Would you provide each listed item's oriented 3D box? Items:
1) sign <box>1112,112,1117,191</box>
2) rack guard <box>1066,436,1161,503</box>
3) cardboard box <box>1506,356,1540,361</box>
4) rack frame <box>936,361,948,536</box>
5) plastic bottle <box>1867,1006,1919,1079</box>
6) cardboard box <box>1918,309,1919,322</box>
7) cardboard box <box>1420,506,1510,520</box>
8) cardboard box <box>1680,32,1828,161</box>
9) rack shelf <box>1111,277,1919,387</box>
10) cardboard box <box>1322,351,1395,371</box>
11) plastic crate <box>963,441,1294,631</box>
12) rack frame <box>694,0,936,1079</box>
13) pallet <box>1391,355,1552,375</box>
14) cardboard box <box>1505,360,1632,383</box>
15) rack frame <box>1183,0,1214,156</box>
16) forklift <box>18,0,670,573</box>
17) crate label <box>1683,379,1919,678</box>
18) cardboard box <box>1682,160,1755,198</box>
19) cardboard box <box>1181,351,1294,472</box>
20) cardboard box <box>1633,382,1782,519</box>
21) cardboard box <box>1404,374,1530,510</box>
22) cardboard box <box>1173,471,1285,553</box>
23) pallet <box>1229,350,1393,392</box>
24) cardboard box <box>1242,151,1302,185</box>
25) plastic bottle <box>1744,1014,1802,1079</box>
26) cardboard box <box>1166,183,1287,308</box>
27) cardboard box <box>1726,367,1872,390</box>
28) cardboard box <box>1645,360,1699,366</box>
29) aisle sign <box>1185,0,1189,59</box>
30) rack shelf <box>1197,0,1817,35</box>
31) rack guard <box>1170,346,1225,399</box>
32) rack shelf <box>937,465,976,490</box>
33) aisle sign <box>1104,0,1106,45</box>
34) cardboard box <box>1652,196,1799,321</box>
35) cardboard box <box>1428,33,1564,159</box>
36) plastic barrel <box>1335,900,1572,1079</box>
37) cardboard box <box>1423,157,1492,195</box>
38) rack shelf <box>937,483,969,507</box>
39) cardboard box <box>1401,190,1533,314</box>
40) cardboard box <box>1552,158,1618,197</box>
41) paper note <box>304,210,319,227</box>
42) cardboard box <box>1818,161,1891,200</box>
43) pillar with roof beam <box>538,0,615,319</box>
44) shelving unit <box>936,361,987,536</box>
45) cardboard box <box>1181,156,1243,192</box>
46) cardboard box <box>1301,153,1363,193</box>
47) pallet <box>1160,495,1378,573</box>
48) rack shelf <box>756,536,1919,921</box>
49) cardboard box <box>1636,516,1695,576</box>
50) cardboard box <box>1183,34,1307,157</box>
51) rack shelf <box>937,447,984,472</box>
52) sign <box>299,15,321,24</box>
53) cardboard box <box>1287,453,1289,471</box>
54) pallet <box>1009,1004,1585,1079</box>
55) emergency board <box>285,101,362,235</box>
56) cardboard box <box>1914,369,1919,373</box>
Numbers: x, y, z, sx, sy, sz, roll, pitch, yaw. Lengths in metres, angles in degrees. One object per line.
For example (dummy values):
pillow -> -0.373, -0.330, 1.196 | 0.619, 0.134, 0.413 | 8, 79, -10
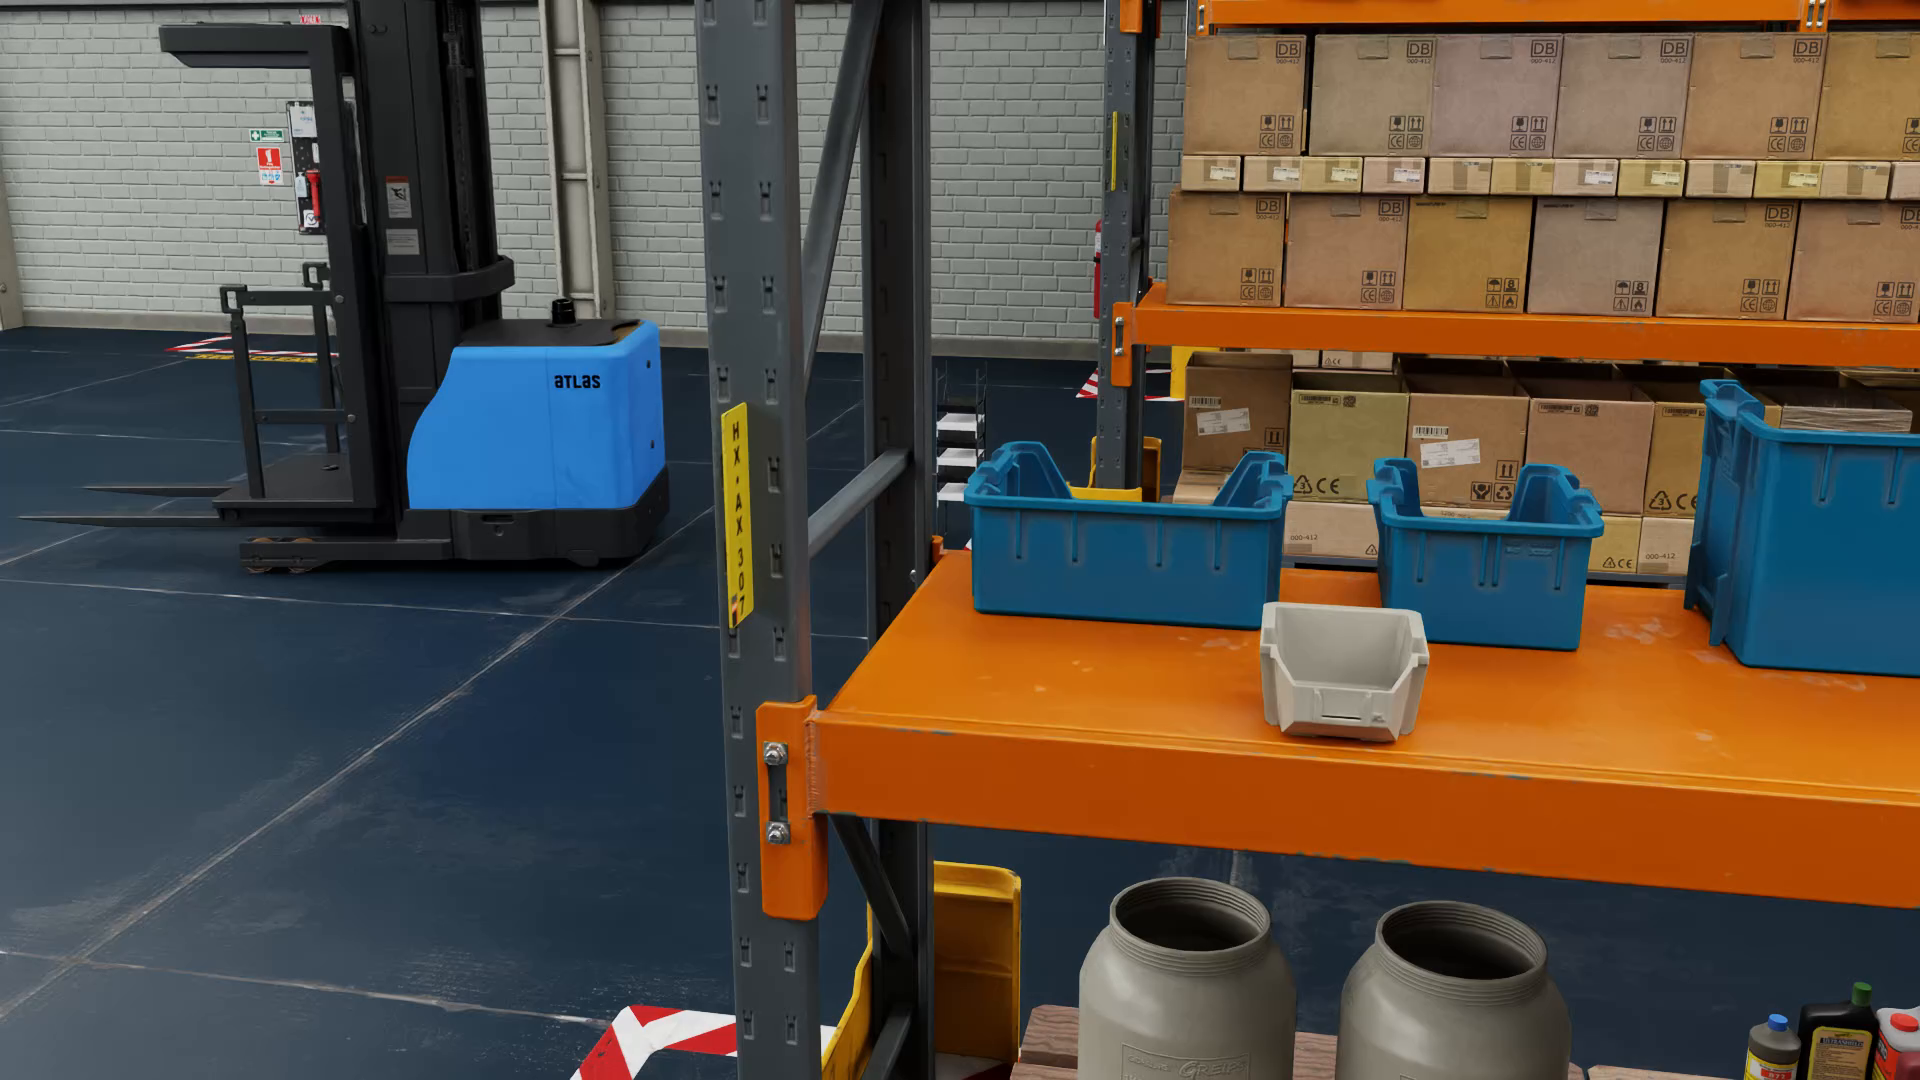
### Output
sign -> 0.656, -1.653, 7.070 | 0.005, 0.325, 0.100 | 3, 16, 11
rack guard -> 0.749, -0.139, 8.057 | 0.348, 0.500, 1.175 | 3, 16, 11
cardboard box -> 4.113, -1.354, 12.277 | 0.250, 0.149, 0.380 | 2, 16, 7
rack frame -> -0.092, -0.439, 8.390 | 0.006, 0.900, 0.240 | 3, 16, 11
plastic bottle -> 1.911, 1.057, 3.334 | 0.135, 0.276, 0.152 | 3, 16, 12
cardboard box -> 4.256, -1.200, 7.017 | 0.500, 0.500, 0.700 | 3, 16, 10
cardboard box -> 2.235, -0.080, 7.528 | 0.500, 0.250, 0.500 | 3, 16, 11
cardboard box -> 3.270, -1.878, 7.036 | 0.500, 0.500, 0.700 | 3, 16, 11
rack shelf -> 2.733, -0.889, 7.431 | 4.000, 0.370, 1.077 | 3, 16, 11
cardboard box -> 2.975, -1.464, 12.371 | 0.500, 0.311, 0.500 | 4, 16, 16
plastic crate -> 0.332, -0.027, 3.248 | 0.616, 0.251, 0.499 | 3, 16, 11
rack frame -> -0.218, -0.047, 3.042 | 0.127, 3.000, 1.000 | 3, 16, 11
pallet -> 3.812, -1.173, 12.330 | 1.213, 0.211, 1.003 | 3, 16, 11
cardboard box -> 2.830, -0.554, 7.832 | 0.500, 0.500, 0.500 | 3, 16, 11
rack frame -> 1.756, -2.638, 12.398 | 0.127, 3.000, 1.000 | 3, 16, 11
forklift -> -3.053, -1.396, 8.041 | 3.031, 2.935, 1.130 | 0, 15, 0
crate label -> 1.640, -0.037, 2.939 | 0.616, 0.435, 0.502 | 3, 16, 11
cardboard box -> 3.139, -1.517, 6.946 | 0.250, 0.149, 0.380 | 4, 16, 13
cardboard box -> 1.358, -0.630, 8.108 | 0.500, 0.500, 0.500 | 3, 16, 11
cardboard box -> 3.216, -0.391, 7.244 | 0.500, 0.500, 0.500 | 3, 16, 11
cardboard box -> 2.237, -0.445, 7.439 | 0.500, 0.500, 0.500 | 3, 16, 11
cardboard box -> 1.254, -0.133, 7.717 | 0.500, 0.250, 0.500 | 3, 16, 11
pallet -> 2.620, -1.238, 12.566 | 1.213, 0.211, 1.003 | 3, 16, 11
cardboard box -> 1.442, -1.719, 7.676 | 0.250, 0.149, 0.380 | 4, 16, 12
plastic bottle -> 1.669, 1.073, 3.418 | 0.097, 0.201, 0.097 | 0, 15, 0
cardboard box -> 1.228, -1.362, 7.604 | 0.500, 0.500, 0.700 | 3, 16, 11
cardboard box -> 3.809, -0.499, 7.635 | 0.500, 0.500, 0.500 | 3, 16, 11
cardboard box -> 5.146, -1.293, 12.023 | 0.250, 0.166, 0.380 | 1, 16, 4
aisle sign -> 1.626, -3.817, 11.781 | 0.004, 0.787, 0.394 | 3, 16, 11
rack shelf -> 3.716, -3.631, 11.709 | 4.000, 0.370, 1.077 | 3, 16, 11
rack guard -> 1.831, -1.430, 12.717 | 0.348, 0.500, 1.175 | 3, 16, 11
rack shelf -> 0.008, -0.314, 8.403 | 0.200, 0.077, 0.258 | 3, 16, 11
aisle sign -> 0.647, -2.518, 7.095 | 0.004, 0.787, 0.394 | 3, 16, 11
cardboard box -> 3.247, -1.254, 7.212 | 0.500, 0.500, 0.700 | 3, 16, 12
cardboard box -> 2.290, -1.932, 7.228 | 0.500, 0.500, 0.700 | 3, 16, 11
plastic barrel -> 0.933, 0.992, 3.167 | 0.421, 0.512, 0.421 | 0, 15, 0
cardboard box -> 2.126, -1.571, 7.143 | 0.250, 0.149, 0.380 | 3, 16, 9
rack shelf -> 0.008, -0.228, 8.427 | 0.200, 0.077, 0.258 | 3, 16, 11
cardboard box -> 2.229, -1.308, 7.407 | 0.500, 0.500, 0.700 | 3, 16, 11
cardboard box -> 2.620, -1.544, 7.044 | 0.250, 0.149, 0.380 | 3, 16, 12
paper note -> -5.839, -2.891, 14.960 | 0.142, 0.148, 0.016 | 3, 16, 11
cardboard box -> 3.627, -1.489, 6.847 | 0.250, 0.149, 0.380 | 3, 16, 11
pillar with roof beam -> -4.123, -4.912, 9.366 | 0.400, 9.000, 9.100 | 3, 16, 11
shelving unit -> 0.008, -0.433, 8.370 | 0.210, 0.900, 0.258 | 3, 16, 11
cardboard box -> 1.114, -1.626, 7.340 | 0.250, 0.149, 0.380 | 3, 16, 11
cardboard box -> 1.618, -1.599, 7.243 | 0.250, 0.149, 0.380 | 3, 16, 11
pallet -> 1.530, 0.031, 7.984 | 1.213, 0.211, 1.003 | 3, 16, 11
rack shelf -> 1.742, 0.406, 2.754 | 4.000, 0.370, 1.077 | 3, 16, 11
cardboard box -> 3.214, -0.026, 7.332 | 0.500, 0.250, 0.500 | 3, 16, 11
cardboard box -> 1.280, -1.985, 7.420 | 0.500, 0.500, 0.700 | 3, 16, 11
rack shelf -> 0.008, -0.401, 8.379 | 0.200, 0.077, 0.258 | 3, 16, 11
sign -> -5.667, -4.432, 14.529 | 0.199, 0.298, 0.001 | 3, 16, 11
cardboard box -> 1.850, -0.245, 8.121 | 0.500, 0.250, 0.500 | 3, 16, 11
pallet -> 0.661, 1.333, 3.283 | 1.213, 0.211, 1.003 | 3, 16, 11
emergency board -> -5.679, -3.288, 14.743 | 0.643, 1.169, 0.194 | 3, 16, 11
cardboard box -> 6.917, -1.384, 11.727 | 0.500, 0.500, 0.700 | 3, 16, 10
